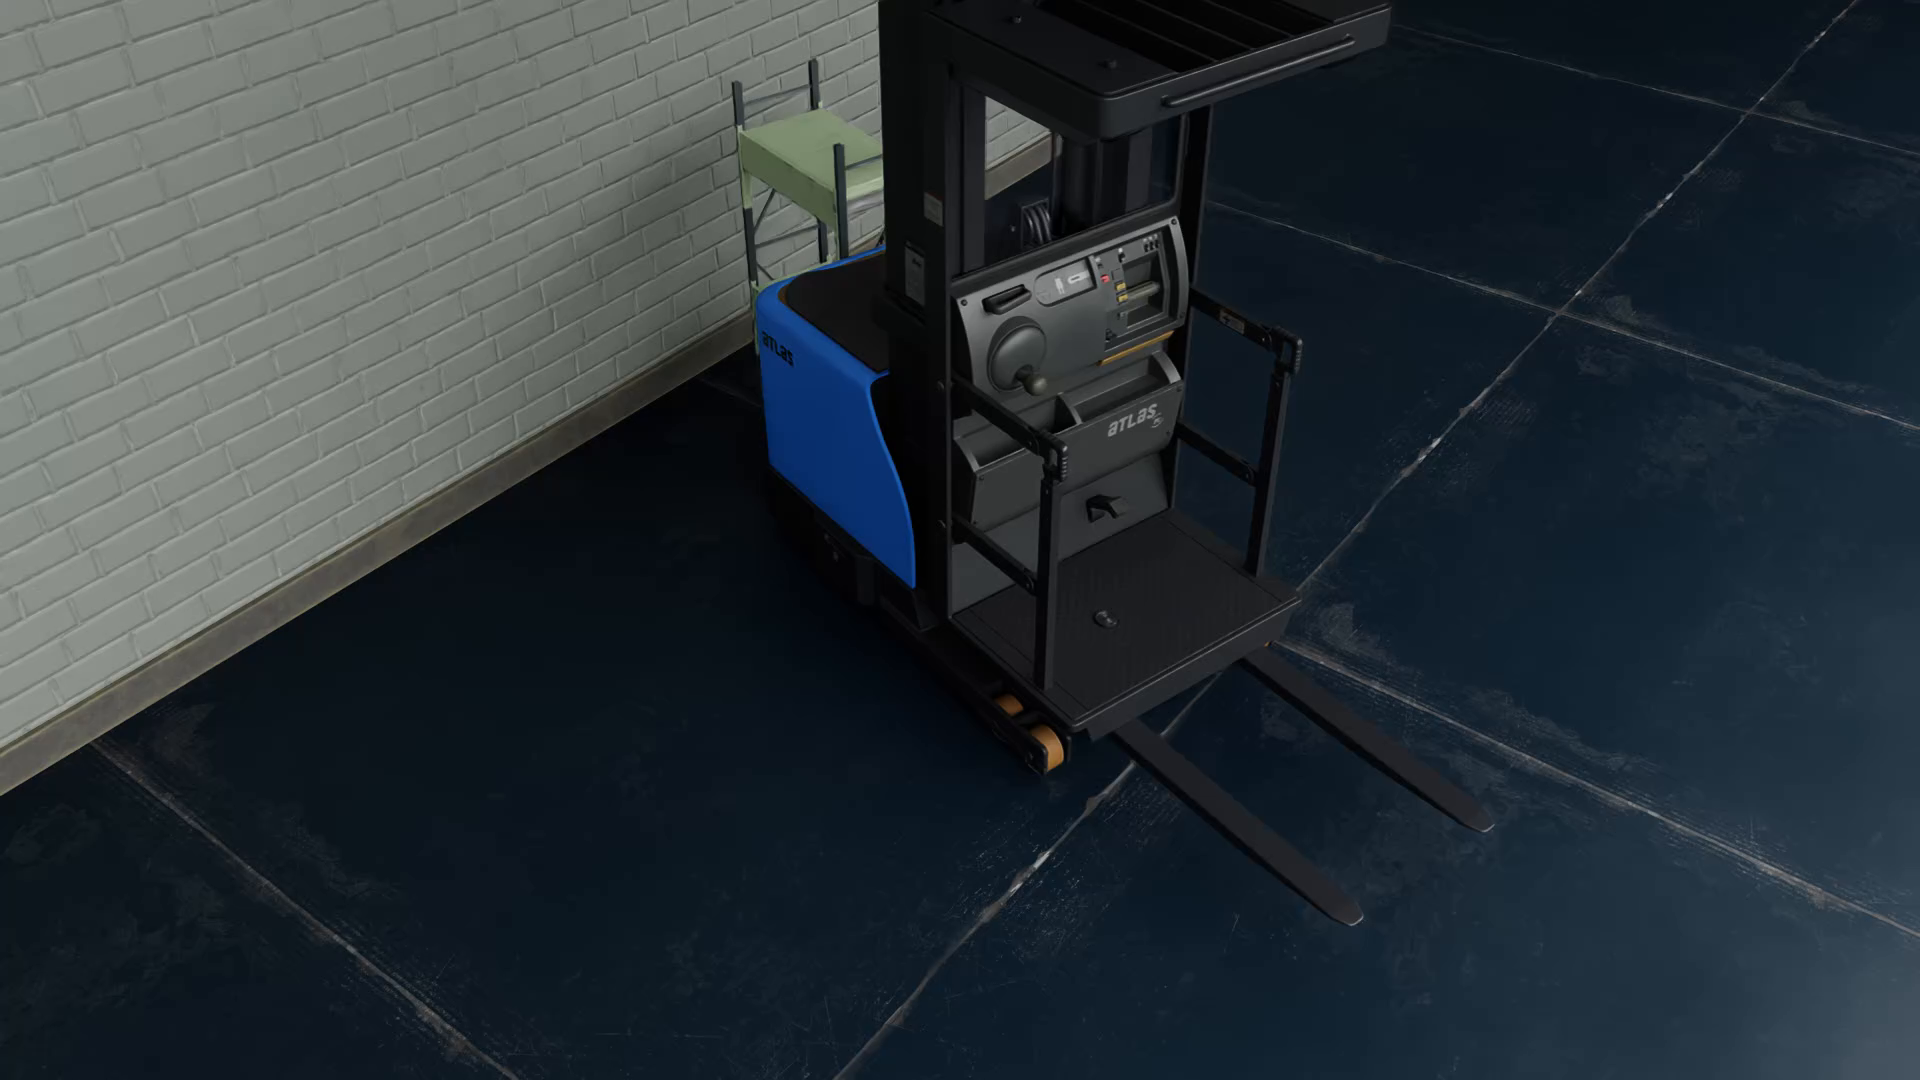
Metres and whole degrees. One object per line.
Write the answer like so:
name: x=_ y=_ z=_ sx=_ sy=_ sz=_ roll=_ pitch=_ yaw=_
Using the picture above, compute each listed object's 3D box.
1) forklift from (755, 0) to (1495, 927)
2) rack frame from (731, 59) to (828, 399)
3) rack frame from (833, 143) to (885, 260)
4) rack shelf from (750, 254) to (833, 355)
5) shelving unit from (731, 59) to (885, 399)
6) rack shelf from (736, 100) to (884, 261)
forklift: x=0.509 y=-0.700 z=5.267 sx=1.130 sy=2.935 sz=3.031 roll=-25 pitch=45 yaw=-28
rack frame: x=-0.750 y=-1.311 z=7.208 sx=0.400 sy=1.500 sz=0.023 roll=-25 pitch=45 yaw=-28
rack frame: x=-0.307 y=-0.951 z=6.749 sx=0.400 sy=1.500 sz=0.023 roll=-25 pitch=45 yaw=-28
rack shelf: x=-0.529 y=-0.874 z=7.179 sx=0.431 sy=0.370 sz=0.720 roll=-25 pitch=45 yaw=-28
shelving unit: x=-0.529 y=-1.131 z=6.978 sx=0.431 sy=1.500 sz=0.755 roll=-25 pitch=45 yaw=-28
rack shelf: x=-0.529 y=-1.438 z=6.737 sx=0.431 sy=0.370 sz=0.720 roll=-25 pitch=45 yaw=-28
